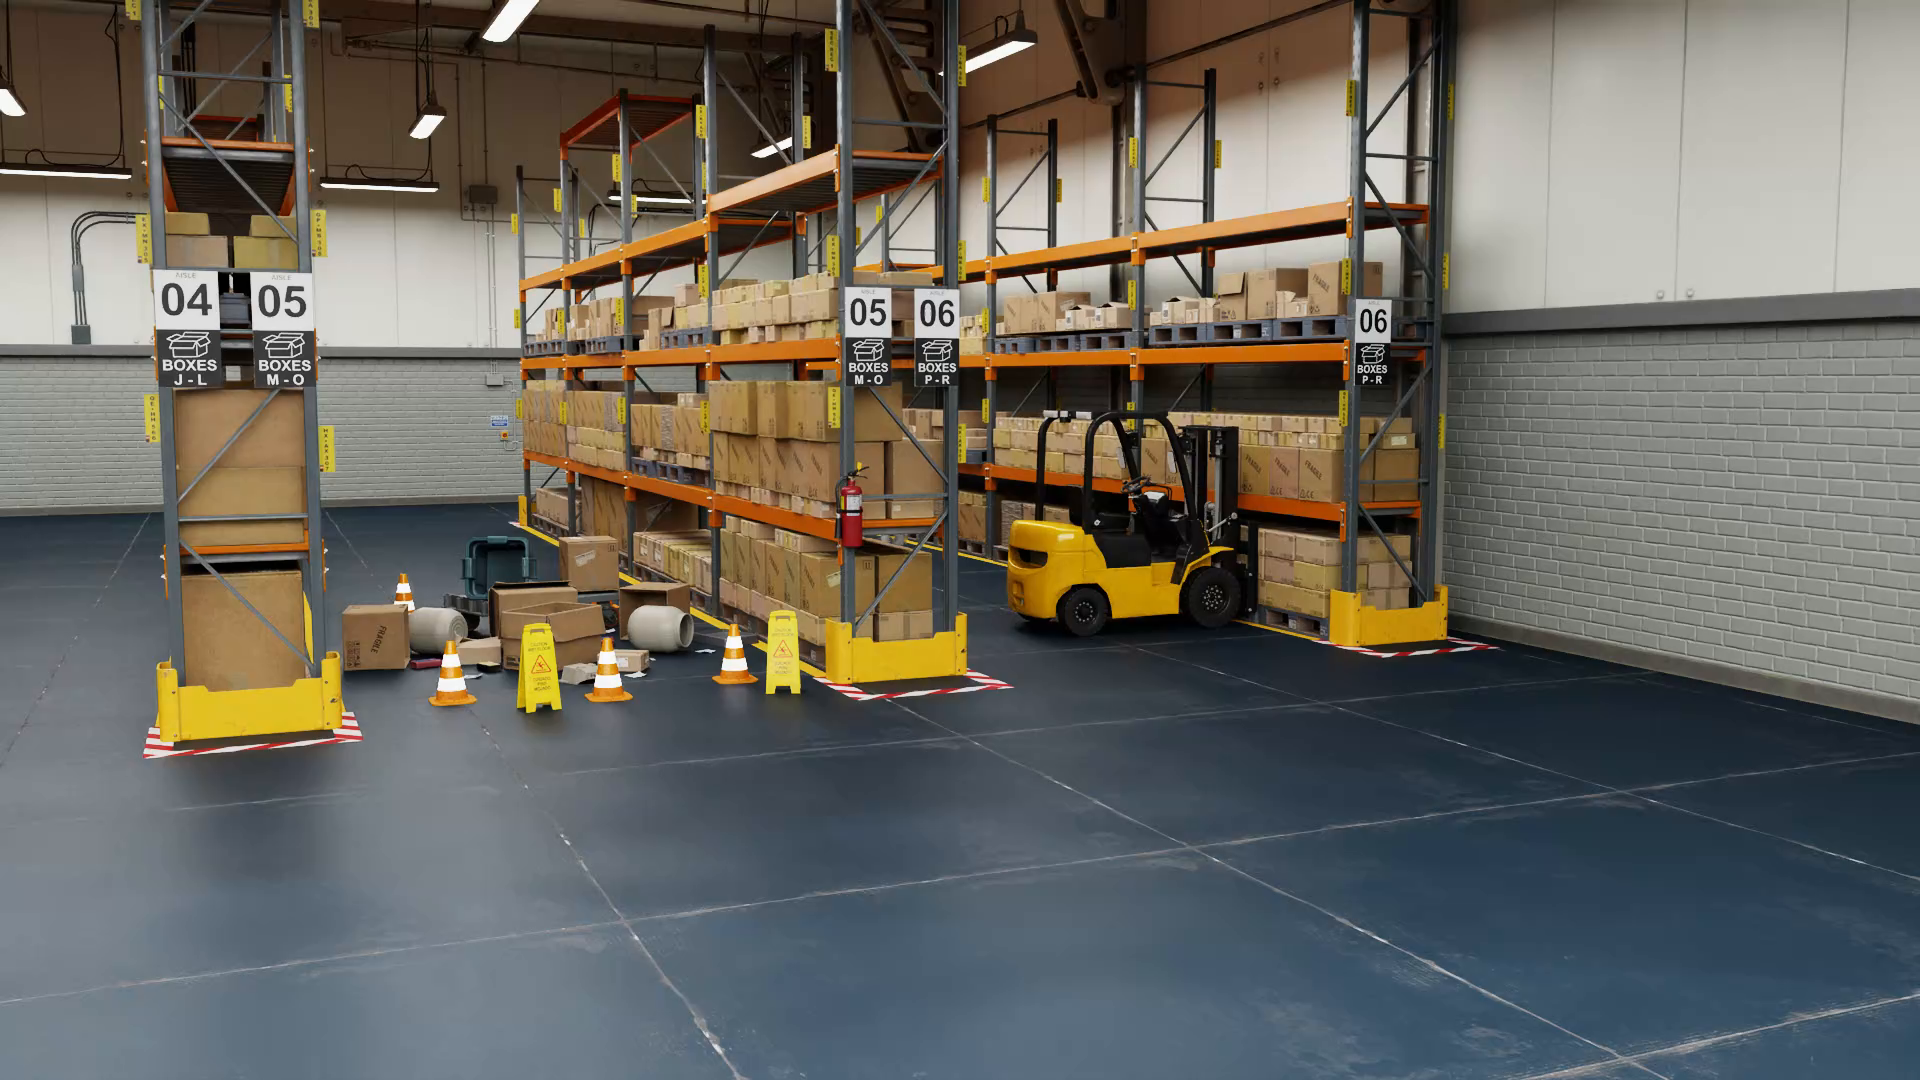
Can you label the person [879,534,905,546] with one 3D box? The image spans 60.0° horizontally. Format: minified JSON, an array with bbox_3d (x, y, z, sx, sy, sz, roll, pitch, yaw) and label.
[{"bbox_3d":[-0.908,-0.535,22.304,0.443,1.664,0.775,0,6,-2],"label":"person"}]
